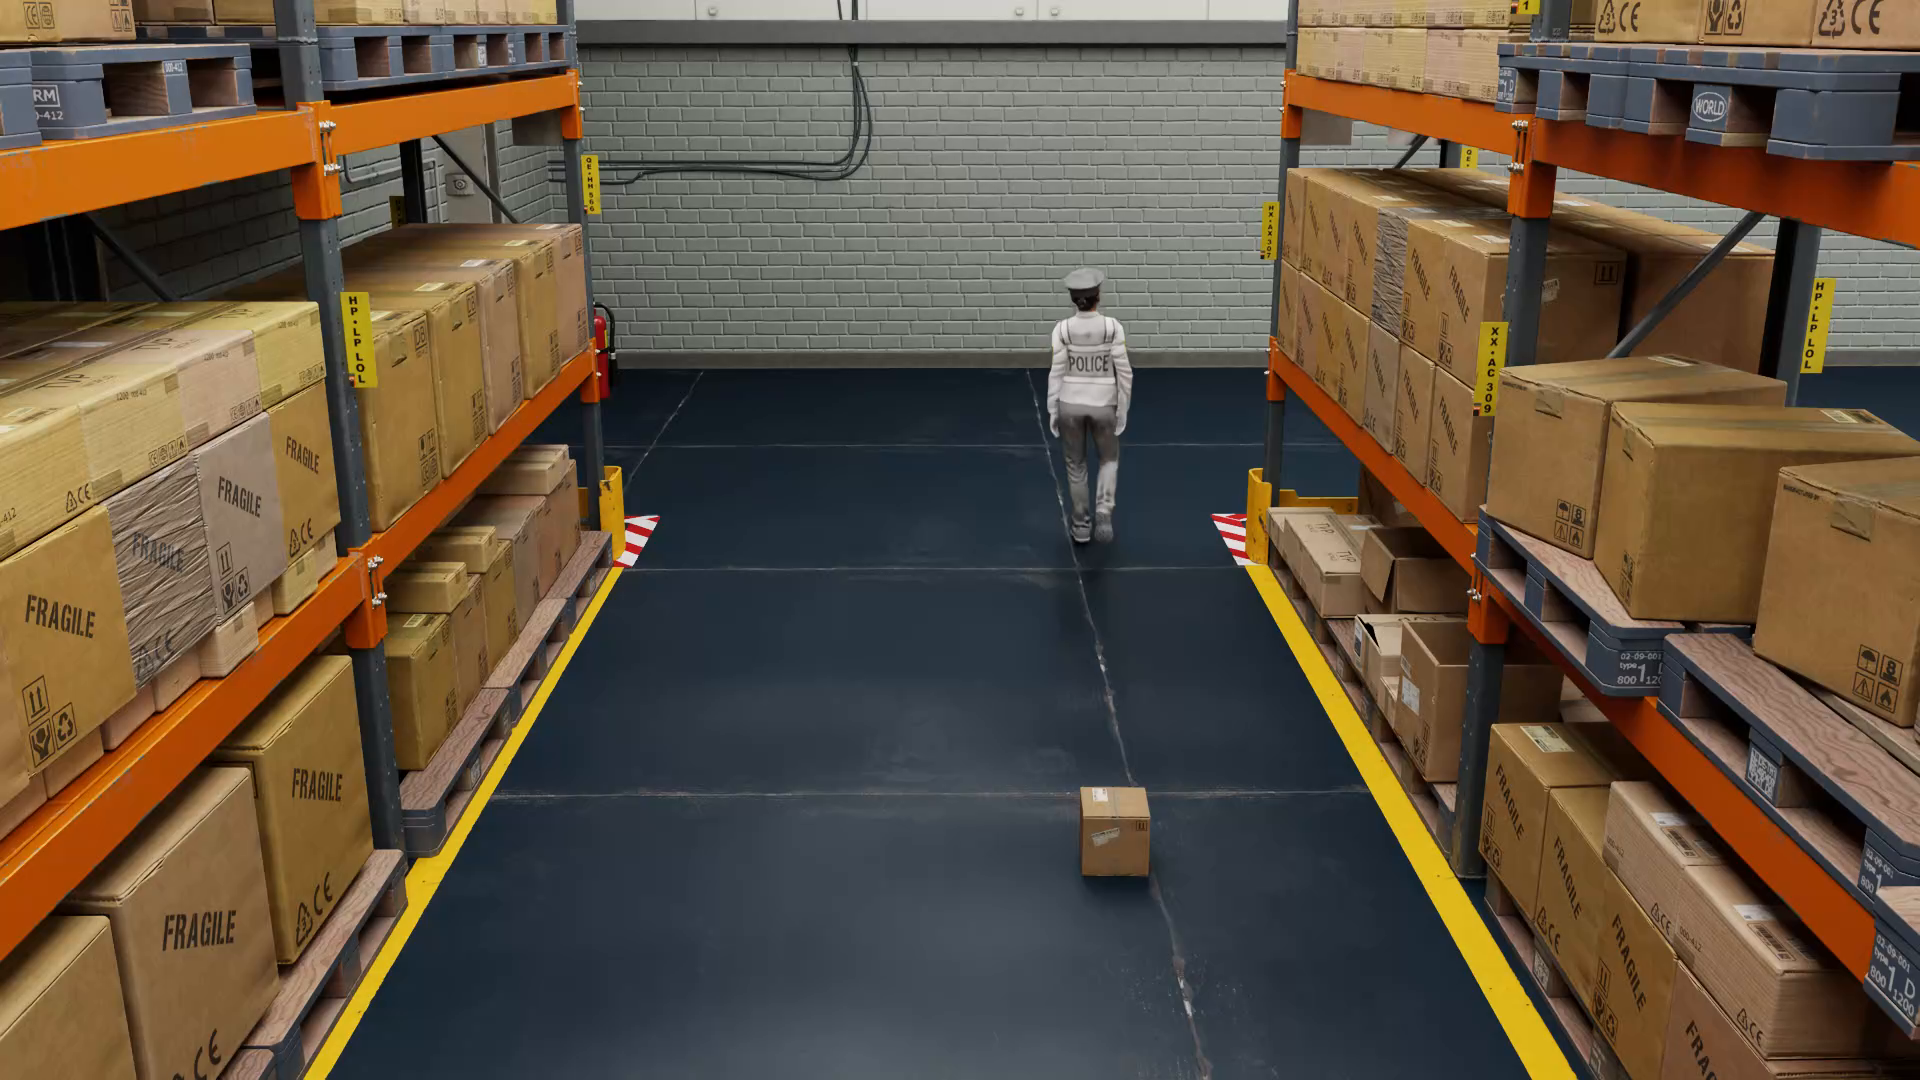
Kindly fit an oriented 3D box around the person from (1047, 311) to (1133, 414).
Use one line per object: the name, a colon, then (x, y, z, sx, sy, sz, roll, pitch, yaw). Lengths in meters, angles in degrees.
person: (0.775, -1.055, 9.895, 0.502, 0.619, 0.319, 0, 17, 2)
